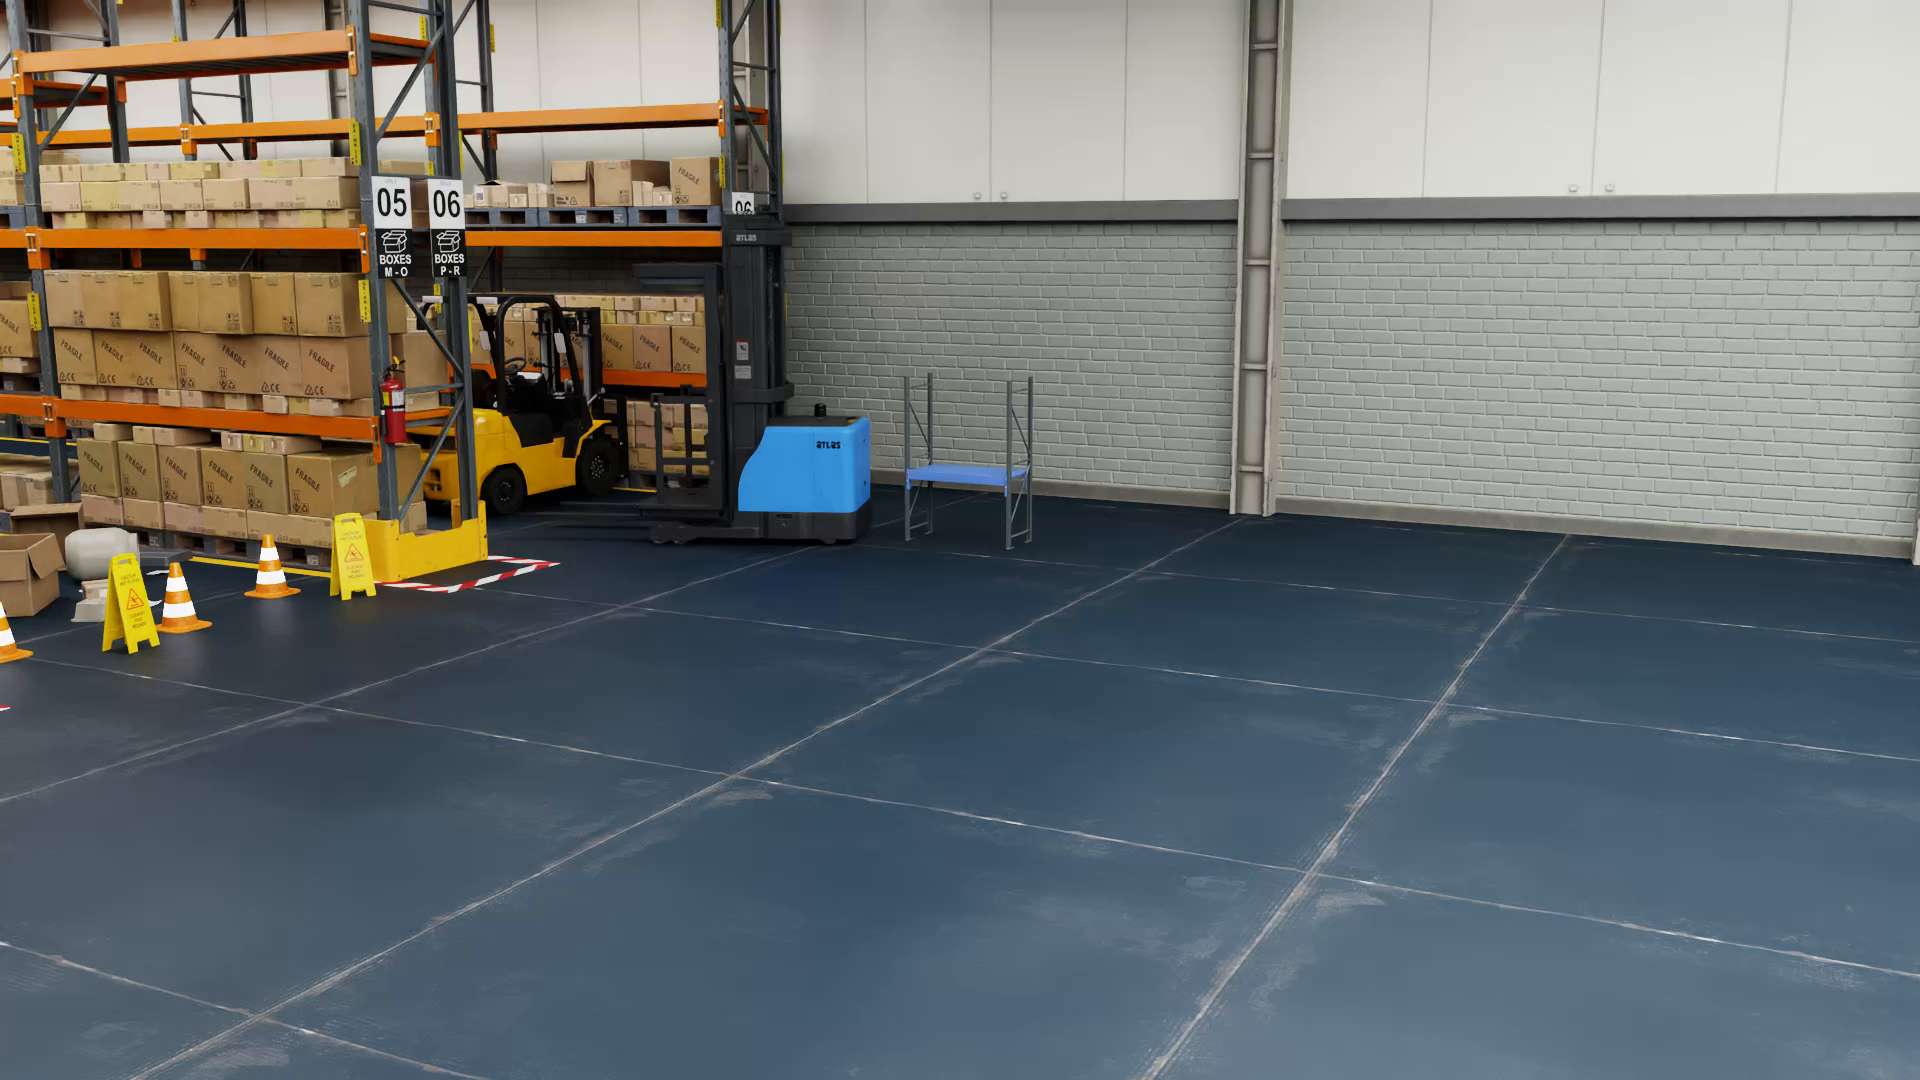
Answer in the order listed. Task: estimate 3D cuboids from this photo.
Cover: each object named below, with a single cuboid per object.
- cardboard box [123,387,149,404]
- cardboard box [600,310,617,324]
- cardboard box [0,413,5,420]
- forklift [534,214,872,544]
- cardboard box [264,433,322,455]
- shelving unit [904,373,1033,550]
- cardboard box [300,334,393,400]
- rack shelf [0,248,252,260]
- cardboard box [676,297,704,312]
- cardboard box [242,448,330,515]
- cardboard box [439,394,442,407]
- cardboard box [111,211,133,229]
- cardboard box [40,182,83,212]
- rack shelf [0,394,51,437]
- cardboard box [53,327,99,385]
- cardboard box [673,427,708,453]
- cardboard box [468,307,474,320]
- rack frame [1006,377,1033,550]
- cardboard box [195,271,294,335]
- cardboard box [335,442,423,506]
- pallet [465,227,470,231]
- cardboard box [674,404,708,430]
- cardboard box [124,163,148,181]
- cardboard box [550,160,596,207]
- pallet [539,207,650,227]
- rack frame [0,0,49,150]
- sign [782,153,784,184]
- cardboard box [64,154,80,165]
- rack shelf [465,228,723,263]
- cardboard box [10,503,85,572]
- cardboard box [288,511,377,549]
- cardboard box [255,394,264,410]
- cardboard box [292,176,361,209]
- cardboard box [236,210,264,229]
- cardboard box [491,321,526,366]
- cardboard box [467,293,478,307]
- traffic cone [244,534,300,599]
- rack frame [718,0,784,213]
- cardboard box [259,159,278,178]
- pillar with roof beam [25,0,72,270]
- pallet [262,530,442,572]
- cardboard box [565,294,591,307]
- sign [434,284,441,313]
[{"bbox_3d":[-7.136,-1.295,14.686,0.250,0.149,0.380,5,12,28],"label":"cardboard box"},{"bbox_3d":[-3.800,-2.473,18.389,0.250,0.149,0.380,5,11,26],"label":"cardboard box"},{"bbox_3d":[-13.595,-1.771,23.440,0.250,0.149,0.380,5,11,24],"label":"cardboard box"},{"bbox_3d":[-2.387,-1.495,15.279,3.031,2.935,1.130,1,10,6],"label":"forklift"},{"bbox_3d":[-5.590,-0.813,13.936,0.250,0.149,0.380,5,12,27],"label":"cardboard box"},{"bbox_3d":[0.076,-0.731,15.079,1.048,1.500,0.538,5,11,26],"label":"shelving unit"},{"bbox_3d":[-5.005,-1.426,13.591,0.500,0.500,0.500,5,11,25],"label":"cardboard box"},{"bbox_3d":[-11.172,-3.935,22.166,4.000,0.370,1.077,5,11,26],"label":"rack shelf"},{"bbox_3d":[-2.853,-2.549,17.972,0.250,0.149,0.380,5,11,26],"label":"cardboard box"},{"bbox_3d":[-5.700,-0.517,14.117,0.500,0.500,0.500,6,12,28],"label":"cardboard box"},{"bbox_3d":[-6.264,-1.417,20.148,0.625,0.625,0.875,6,12,28],"label":"cardboard box"},{"bbox_3d":[-7.125,-2.778,14.460,0.250,0.149,0.380,5,12,28],"label":"cardboard box"},{"bbox_3d":[-7.710,-3.017,14.662,0.500,0.250,0.500,5,11,25],"label":"cardboard box"},{"bbox_3d":[-9.777,-1.351,16.310,4.000,0.370,1.077,5,11,26],"label":"rack shelf"},{"bbox_3d":[-7.713,-1.663,14.902,0.500,0.500,0.500,5,11,26],"label":"cardboard box"},{"bbox_3d":[-2.779,-1.113,18.114,0.500,0.250,0.500,5,11,25],"label":"cardboard box"},{"bbox_3d":[-5.622,-2.641,19.319,0.250,0.149,0.380,5,11,25],"label":"cardboard box"},{"bbox_3d":[0.532,-0.691,14.858,0.032,1.500,0.500,5,11,26],"label":"rack frame"},{"bbox_3d":[-5.905,-1.990,13.897,0.500,0.500,0.700,5,11,25],"label":"cardboard box"},{"bbox_3d":[-5.019,-0.564,14.379,0.500,0.500,0.500,5,11,24],"label":"cardboard box"},{"bbox_3d":[-6.588,-3.789,19.879,1.217,0.209,0.805,5,11,24],"label":"pallet"},{"bbox_3d":[-2.755,-1.357,18.059,0.500,0.250,0.500,5,12,28],"label":"cardboard box"},{"bbox_3d":[-6.898,-3.140,14.222,0.250,0.149,0.380,5,11,24],"label":"cardboard box"},{"bbox_3d":[-4.091,-3.952,18.493,0.637,0.503,0.797,5,12,28],"label":"cardboard box"},{"bbox_3d":[-3.925,-3.613,18.617,1.213,0.211,1.003,5,11,26],"label":"pallet"},{"bbox_3d":[-12.965,-5.922,22.706,0.127,3.000,1.000,5,11,26],"label":"rack frame"},{"bbox_3d":[-1.953,-4.058,18.150,0.005,0.325,0.100,5,11,26],"label":"sign"},{"bbox_3d":[-8.782,-3.550,15.856,0.500,0.250,0.500,5,11,25],"label":"cardboard box"},{"bbox_3d":[-3.997,-3.304,18.683,4.000,0.370,1.077,5,11,26],"label":"rack shelf"},{"bbox_3d":[-7.625,-0.016,13.930,0.500,0.500,0.500,-4,11,-23],"label":"cardboard box"},{"bbox_3d":[-5.262,-0.108,13.966,0.500,0.250,0.500,5,11,26],"label":"cardboard box"},{"bbox_3d":[-5.735,-1.187,14.094,0.250,0.149,0.380,5,11,27],"label":"cardboard box"},{"bbox_3d":[-4.975,-2.778,13.338,0.500,0.250,0.500,5,11,25],"label":"cardboard box"},{"bbox_3d":[-5.744,-2.651,13.758,0.250,0.149,0.380,5,11,25],"label":"cardboard box"},{"bbox_3d":[-5.034,-2.274,19.112,0.500,0.500,0.500,5,12,27],"label":"cardboard box"},{"bbox_3d":[-5.636,-2.782,19.263,0.250,0.149,0.380,5,12,27],"label":"cardboard box"},{"bbox_3d":[-5.353,0.189,12.908,0.334,0.463,0.336,5,11,26],"label":"traffic cone"},{"bbox_3d":[-2.204,-4.977,17.481,0.127,3.000,1.000,5,11,26],"label":"rack frame"},{"bbox_3d":[-5.487,-3.028,13.601,0.250,0.149,0.380,5,11,26],"label":"cardboard box"},{"bbox_3d":[-15.096,-5.434,20.005,0.548,9.000,9.100,5,11,26],"label":"pillar with roof beam"},{"bbox_3d":[-5.178,0.065,14.300,1.213,0.211,1.003,5,11,26],"label":"pallet"},{"bbox_3d":[-4.215,-2.677,18.679,0.250,0.149,0.380,5,11,26],"label":"cardboard box"},{"bbox_3d":[-6.022,-2.783,19.178,0.005,0.325,0.100,5,11,26],"label":"sign"}]
